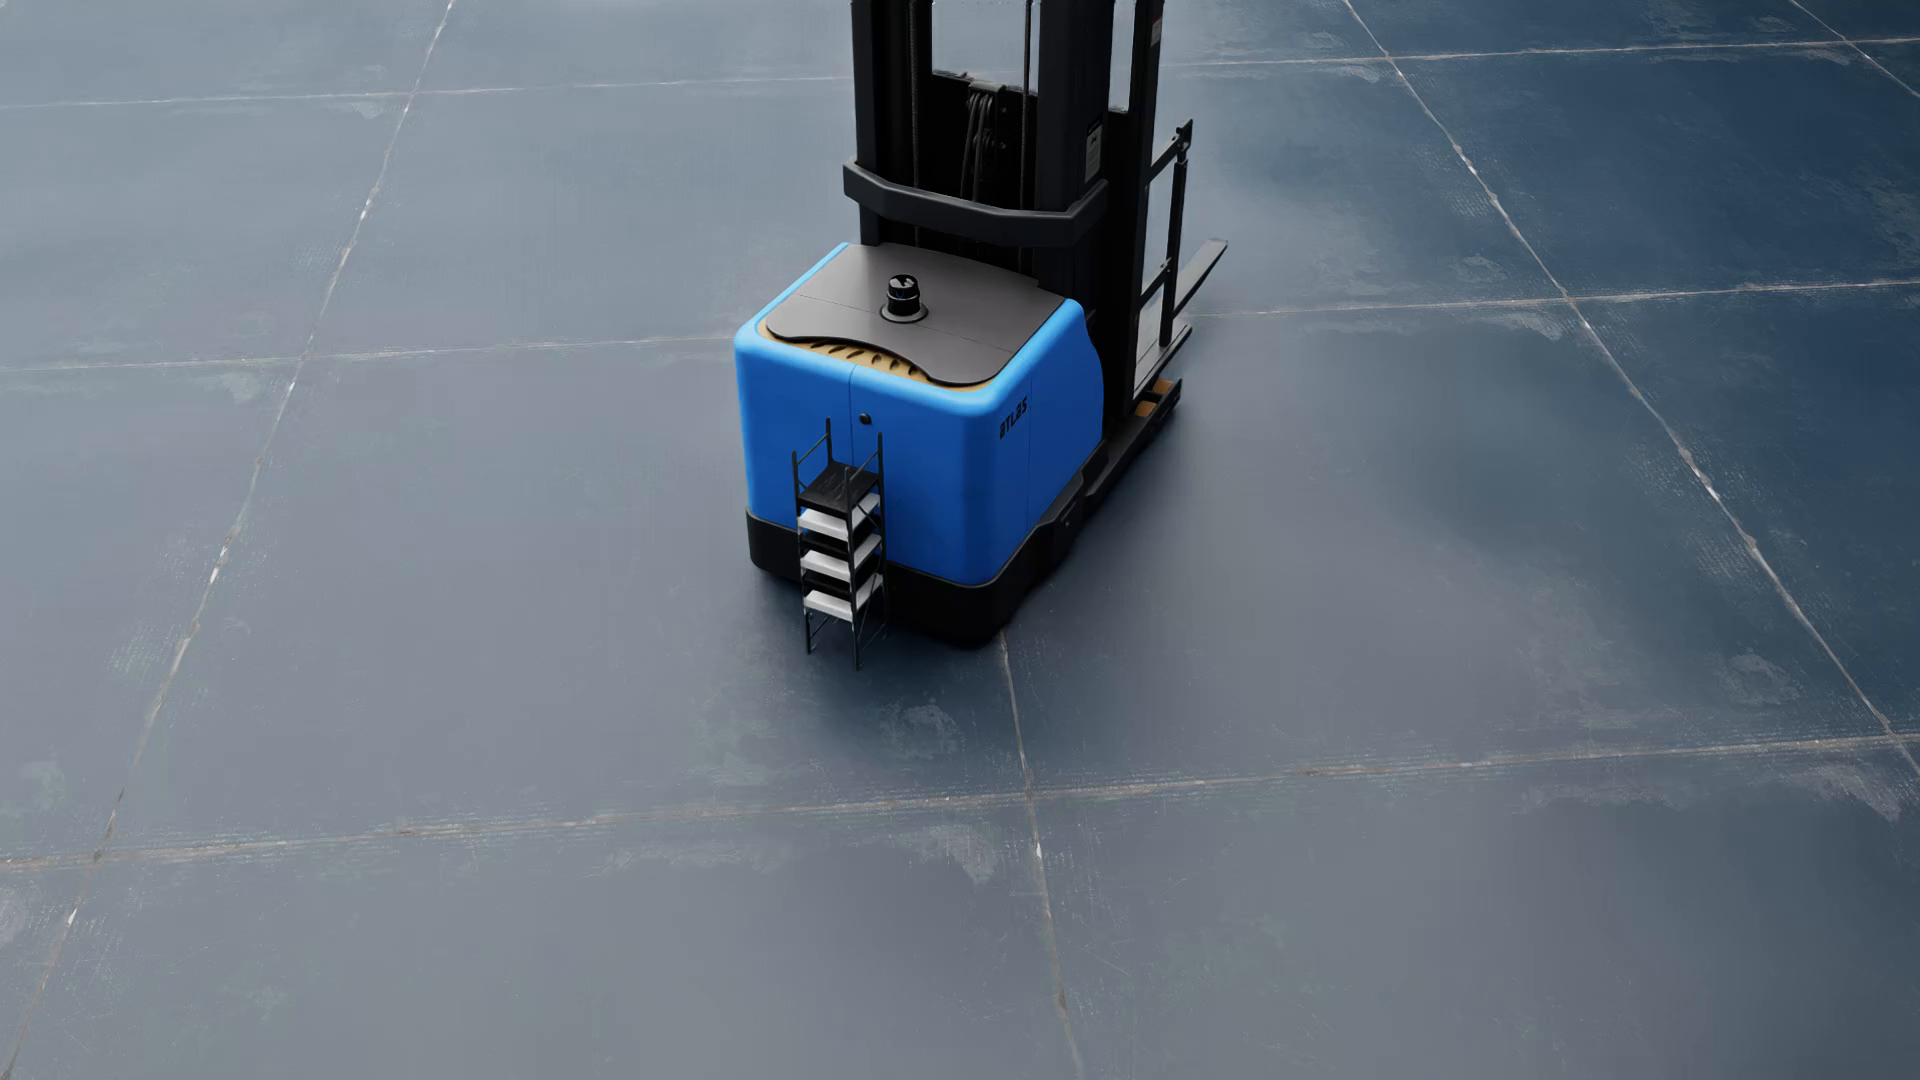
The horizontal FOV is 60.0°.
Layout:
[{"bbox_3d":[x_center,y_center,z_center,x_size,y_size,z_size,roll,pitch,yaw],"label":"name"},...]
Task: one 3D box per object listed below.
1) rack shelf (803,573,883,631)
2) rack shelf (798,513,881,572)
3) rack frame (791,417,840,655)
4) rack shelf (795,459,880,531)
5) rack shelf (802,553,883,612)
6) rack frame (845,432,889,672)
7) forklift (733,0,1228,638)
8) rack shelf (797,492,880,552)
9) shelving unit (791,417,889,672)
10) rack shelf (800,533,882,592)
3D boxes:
[{"bbox_3d":[-0.410,0.195,5.965,0.200,0.077,0.258,18,42,21],"label":"rack shelf"},{"bbox_3d":[-0.410,-0.016,5.797,0.200,0.077,0.258,18,42,21],"label":"rack shelf"},{"bbox_3d":[-0.501,-0.001,5.869,0.006,0.900,0.240,18,42,21],"label":"rack frame"},{"bbox_3d":[-0.411,-0.158,5.686,0.200,0.077,0.258,18,42,21],"label":"rack shelf"},{"bbox_3d":[-0.410,0.125,5.909,0.200,0.077,0.258,18,42,21],"label":"rack shelf"},{"bbox_3d":[-0.320,0.057,5.796,0.006,0.900,0.240,18,42,21],"label":"rack frame"},{"bbox_3d":[0.312,-1.697,6.380,1.130,2.935,3.031,18,42,21],"label":"forklift"},{"bbox_3d":[-0.410,-0.087,5.741,0.200,0.077,0.258,18,42,21],"label":"rack shelf"},{"bbox_3d":[-0.410,0.028,5.832,0.210,0.900,0.258,18,42,21],"label":"shelving unit"},{"bbox_3d":[-0.410,0.054,5.853,0.200,0.077,0.258,18,42,21],"label":"rack shelf"}]
